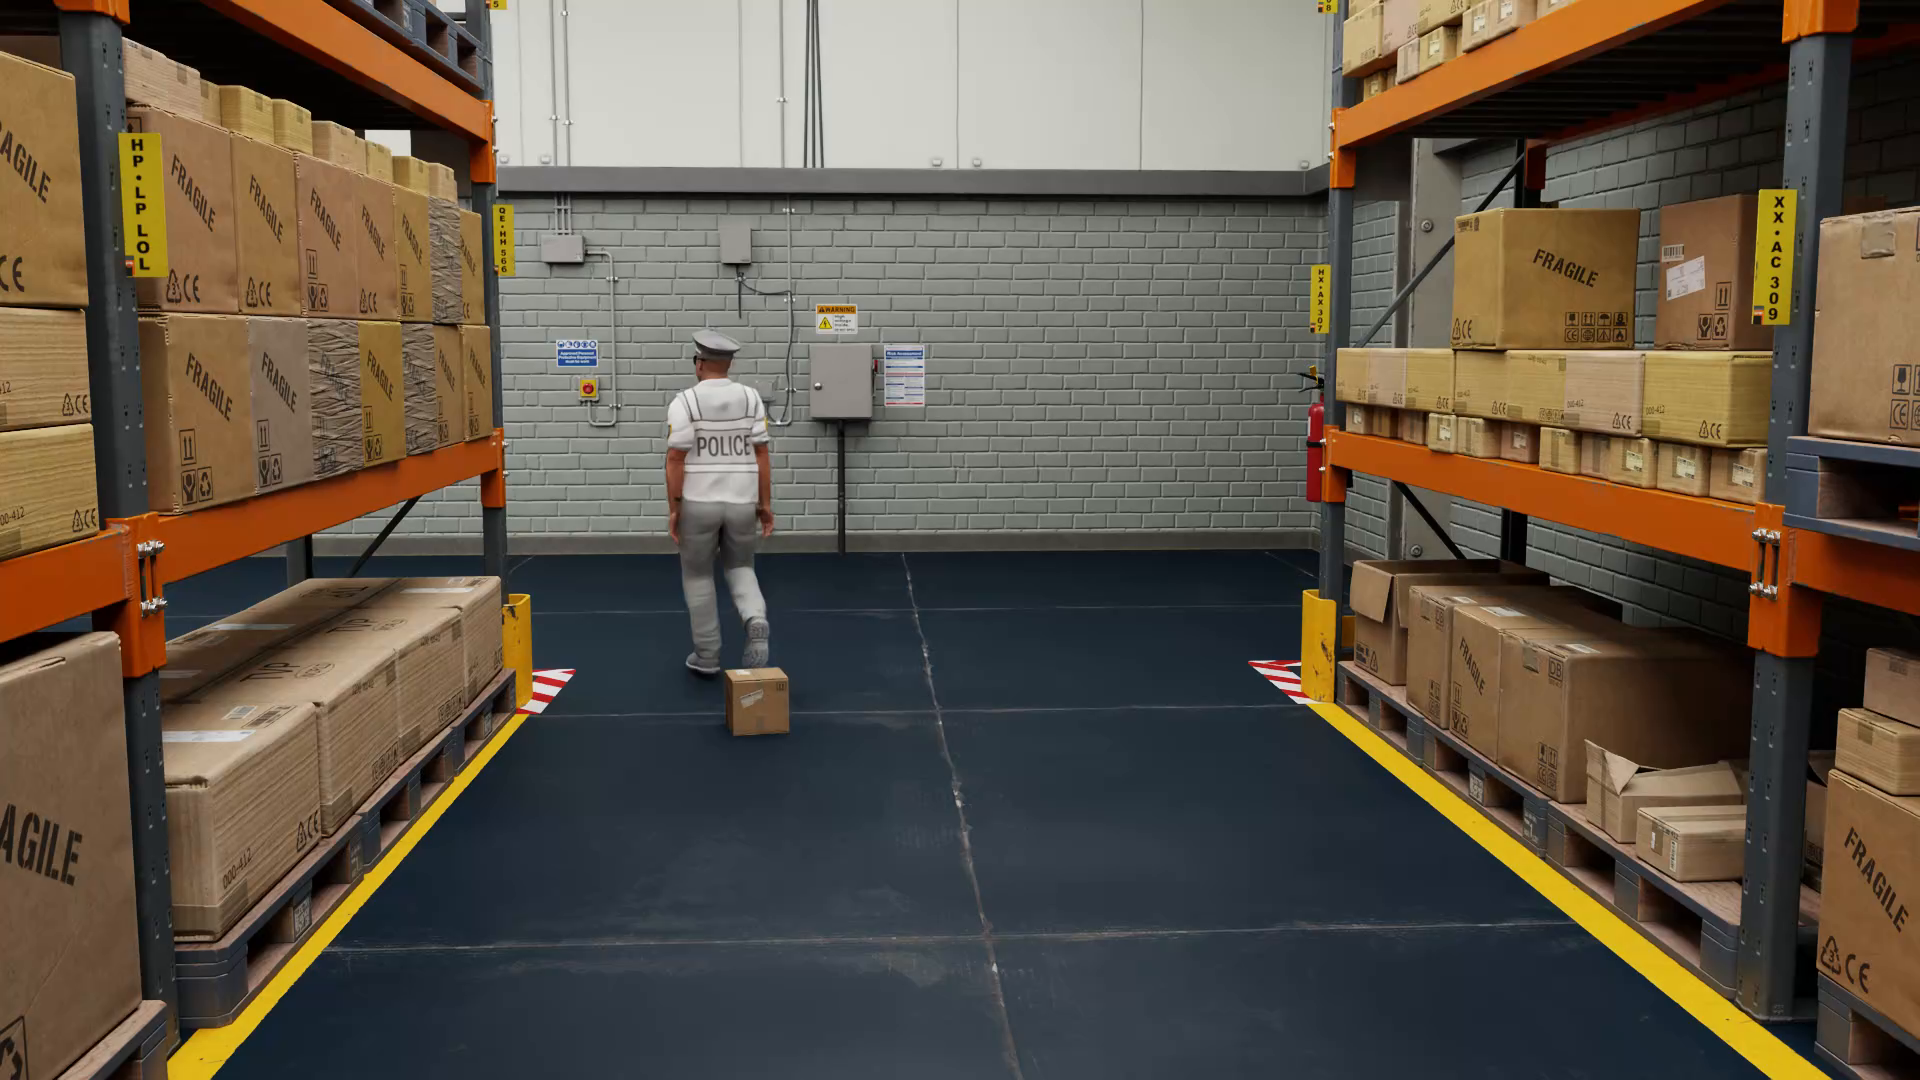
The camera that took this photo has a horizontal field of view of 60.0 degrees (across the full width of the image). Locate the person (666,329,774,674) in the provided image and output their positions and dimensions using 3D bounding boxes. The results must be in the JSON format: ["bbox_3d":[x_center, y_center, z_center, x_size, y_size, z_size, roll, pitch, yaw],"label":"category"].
[{"bbox_3d":[-1.219,-0.190,8.488,0.562,1.757,0.573,-4,8,-28],"label":"person"}]
